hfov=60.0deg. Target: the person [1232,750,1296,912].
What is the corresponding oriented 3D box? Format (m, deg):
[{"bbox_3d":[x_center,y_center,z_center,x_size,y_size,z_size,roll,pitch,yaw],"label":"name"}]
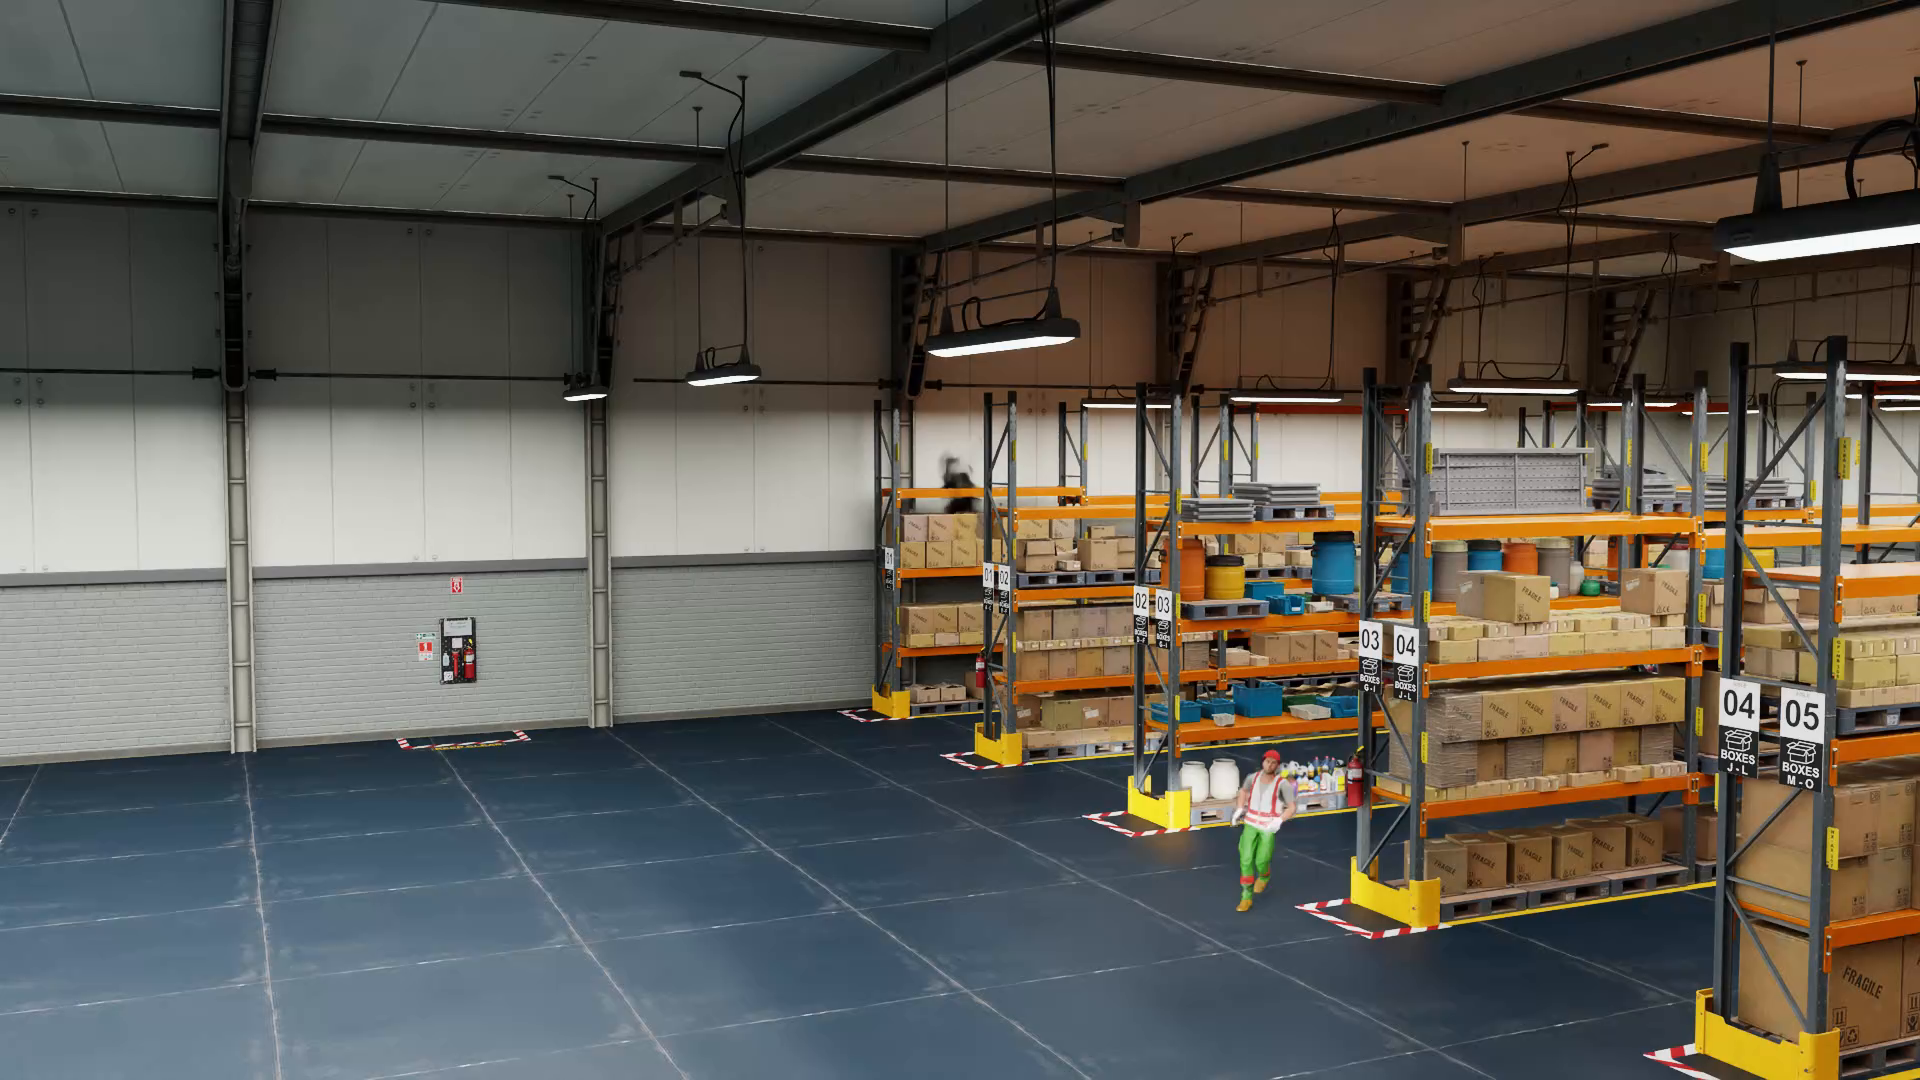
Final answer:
[{"bbox_3d":[3.363,3.218,18.522,0.722,1.762,0.730,2,4,31],"label":"person"}]
